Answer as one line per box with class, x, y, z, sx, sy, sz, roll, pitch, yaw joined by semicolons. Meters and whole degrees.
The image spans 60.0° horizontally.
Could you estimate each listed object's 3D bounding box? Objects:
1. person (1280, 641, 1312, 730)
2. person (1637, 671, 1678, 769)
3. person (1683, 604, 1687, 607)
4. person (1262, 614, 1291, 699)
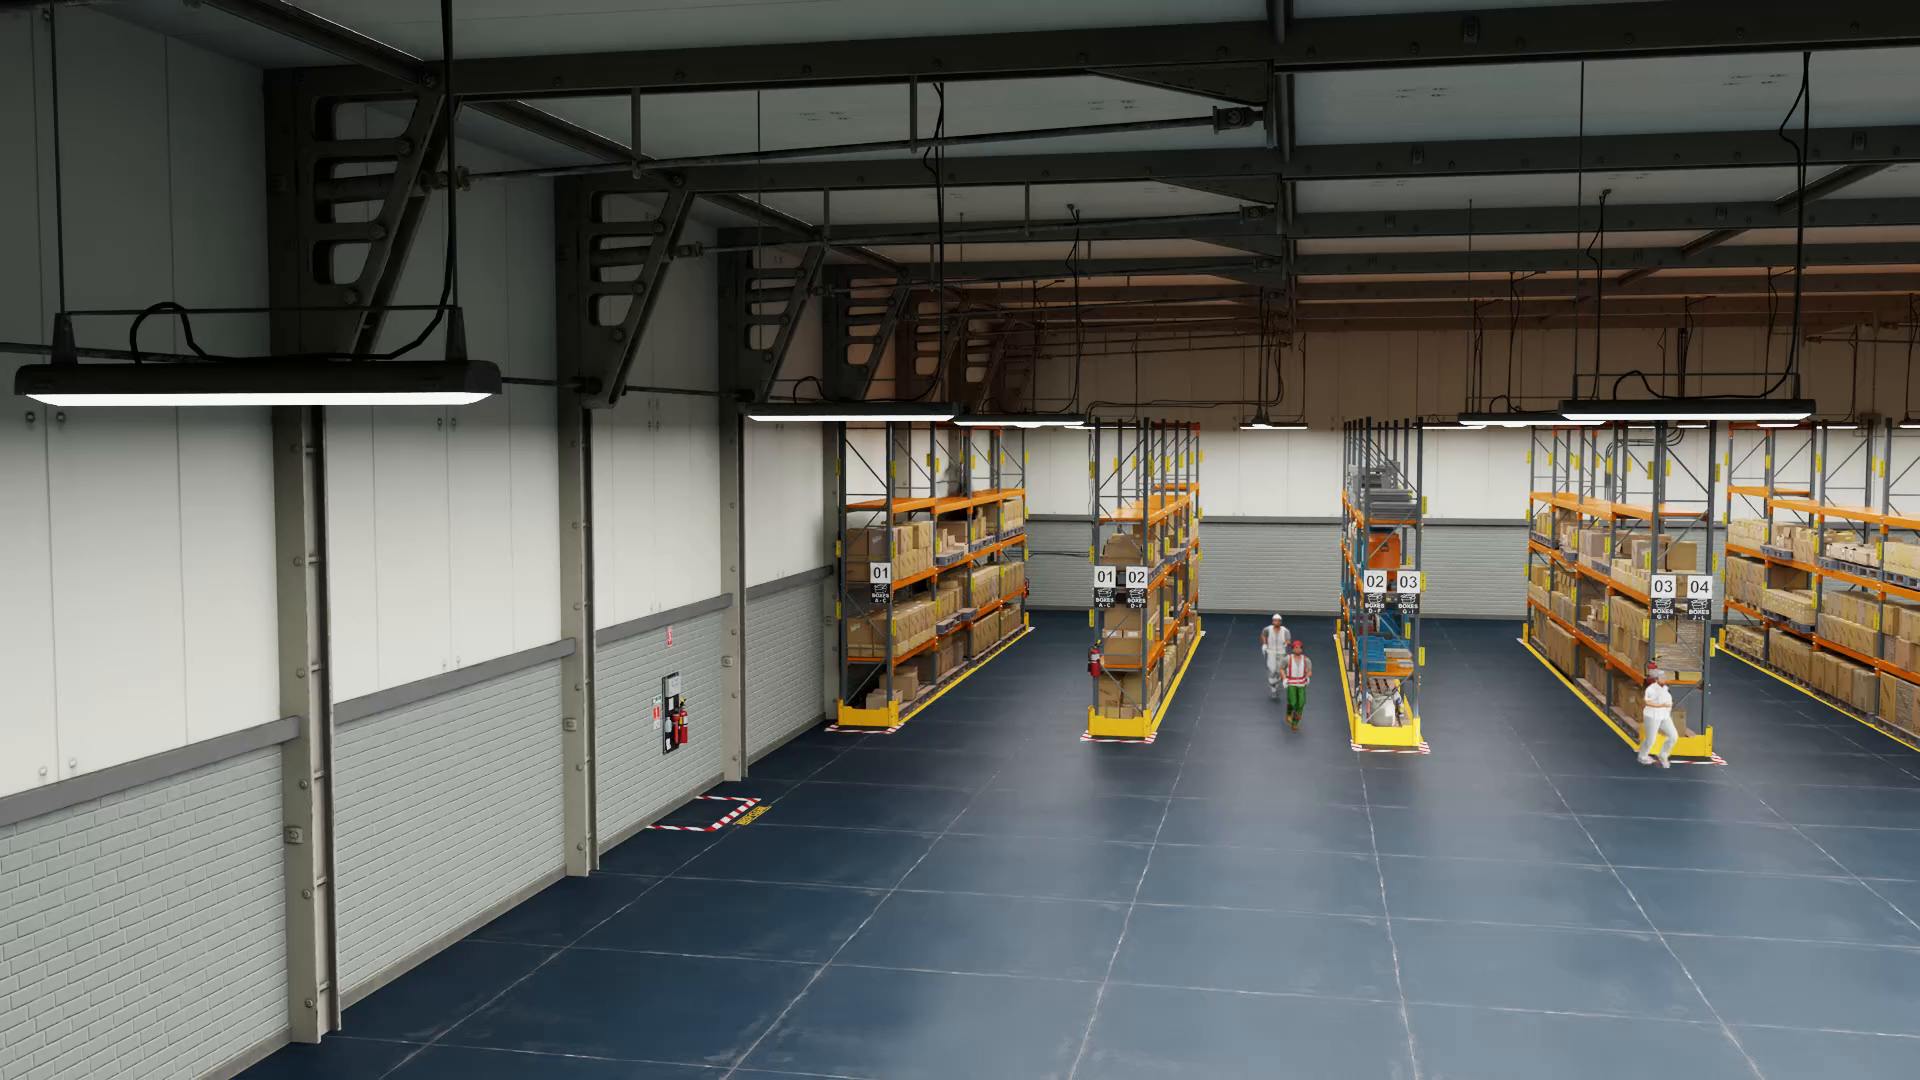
person;6.472;2.798;31.888;0.593;1.725;0.569;0;4;-2
person;11.908;3.065;28.352;0.602;1.697;0.692;-2;4;-23
person;18.389;2.145;41.599;0.702;1.857;0.776;1;4;20
person;6.855;2.503;36.019;0.574;1.831;0.912;0;4;0
